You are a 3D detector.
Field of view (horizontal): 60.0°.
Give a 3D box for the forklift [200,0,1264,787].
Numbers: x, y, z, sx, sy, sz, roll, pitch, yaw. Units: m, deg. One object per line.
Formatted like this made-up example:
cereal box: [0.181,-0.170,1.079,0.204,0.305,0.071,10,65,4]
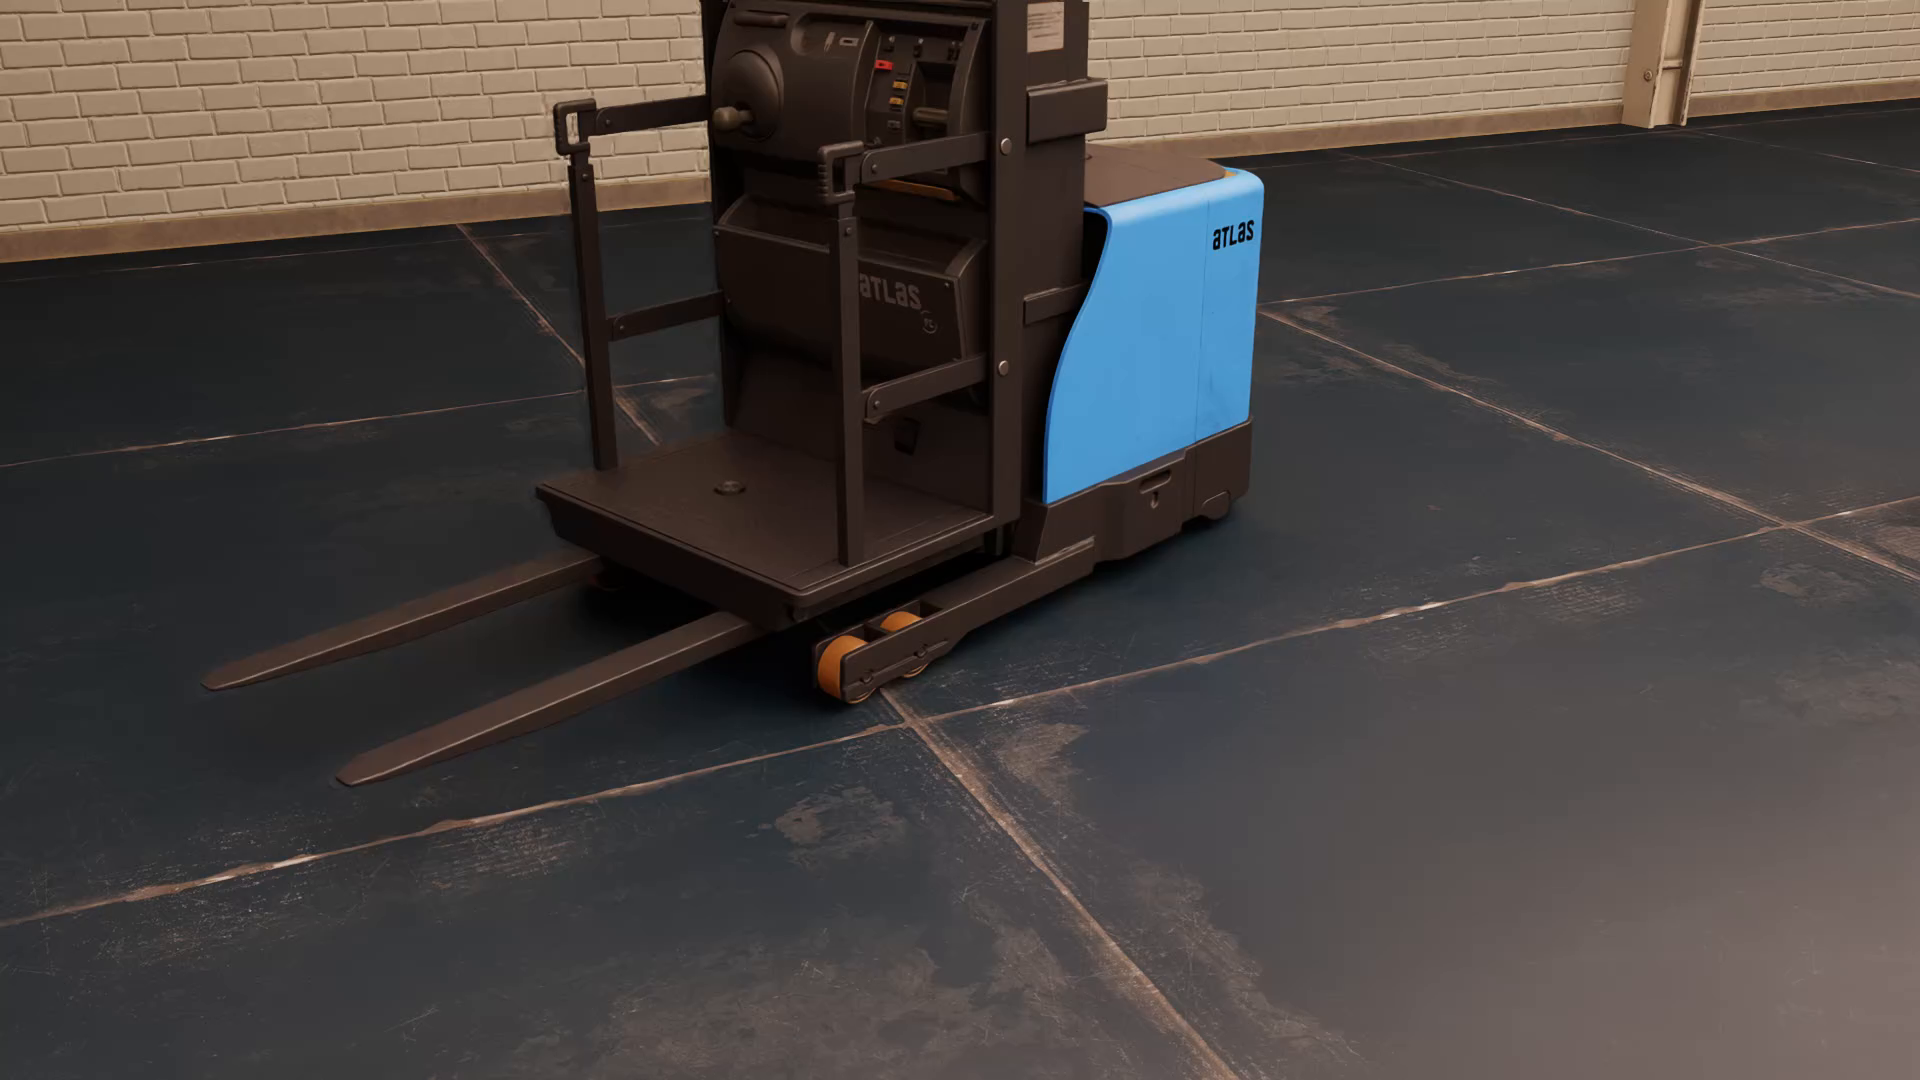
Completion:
forklift: [-0.447,-1.168,4.098,1.130,2.935,3.031,19,29,39]
